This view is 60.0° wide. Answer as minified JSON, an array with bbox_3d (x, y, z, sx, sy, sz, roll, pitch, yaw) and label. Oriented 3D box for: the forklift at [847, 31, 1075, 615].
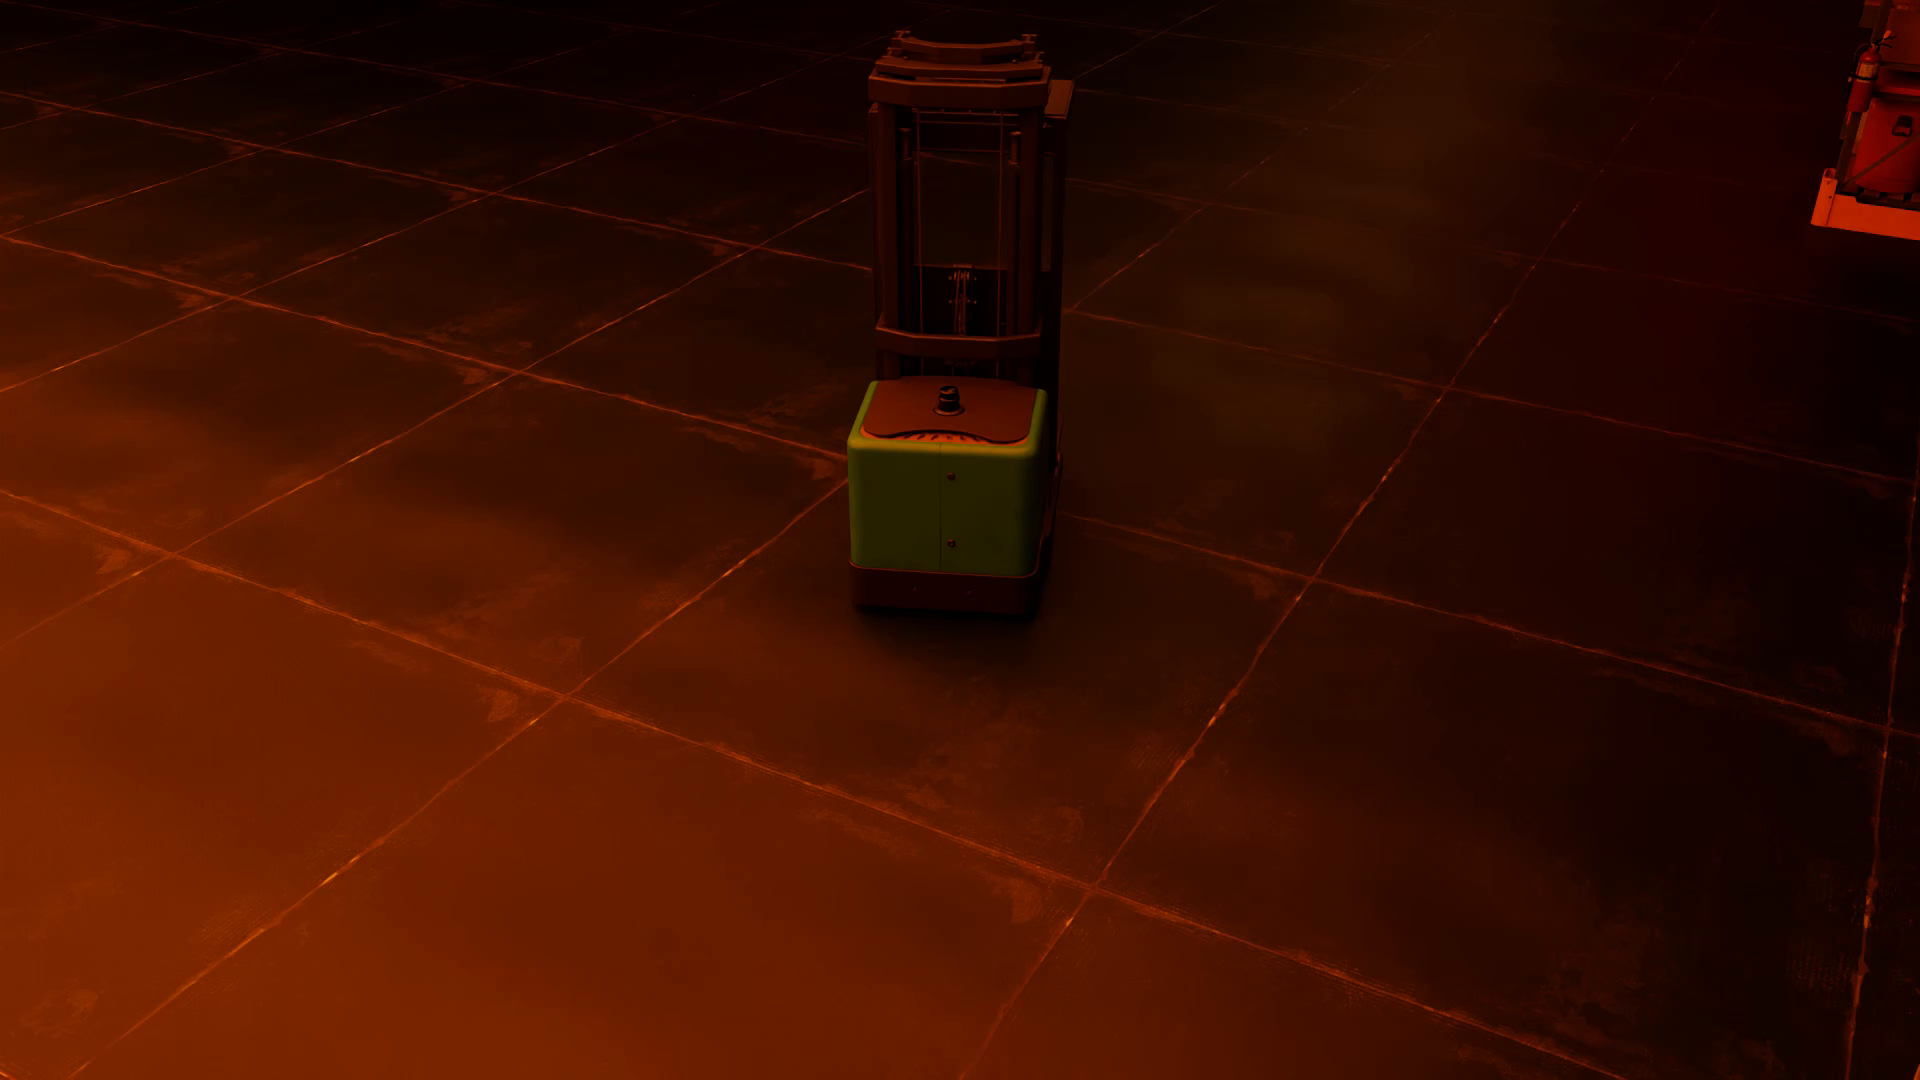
[{"bbox_3d":[0.072,-1.572,9.794,1.130,2.935,3.031,3,30,6],"label":"forklift"}]
